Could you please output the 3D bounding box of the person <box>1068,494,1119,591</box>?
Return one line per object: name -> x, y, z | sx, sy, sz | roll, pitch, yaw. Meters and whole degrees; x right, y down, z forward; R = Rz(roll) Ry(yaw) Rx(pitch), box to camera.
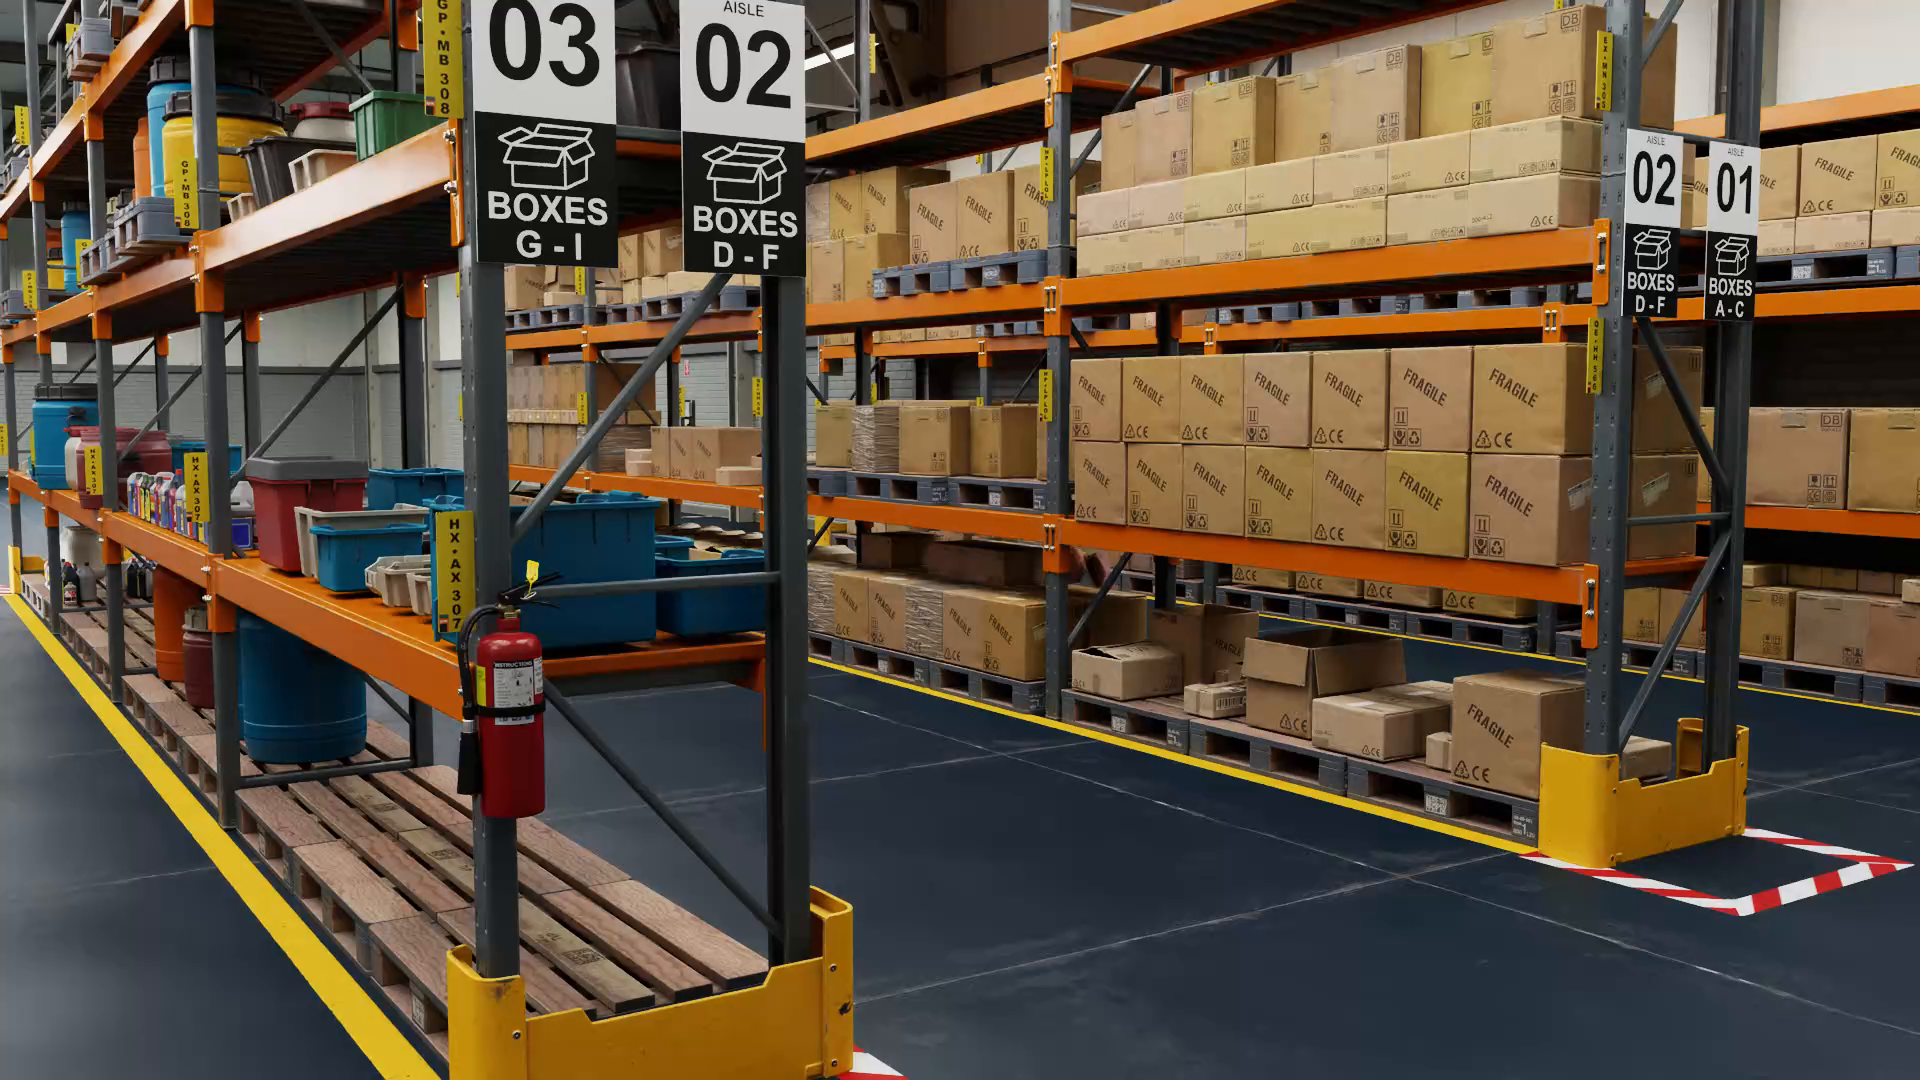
person -> 1.028, 0.083, 13.501 | 0.460, 1.601, 1.116 | -3, 5, -30
